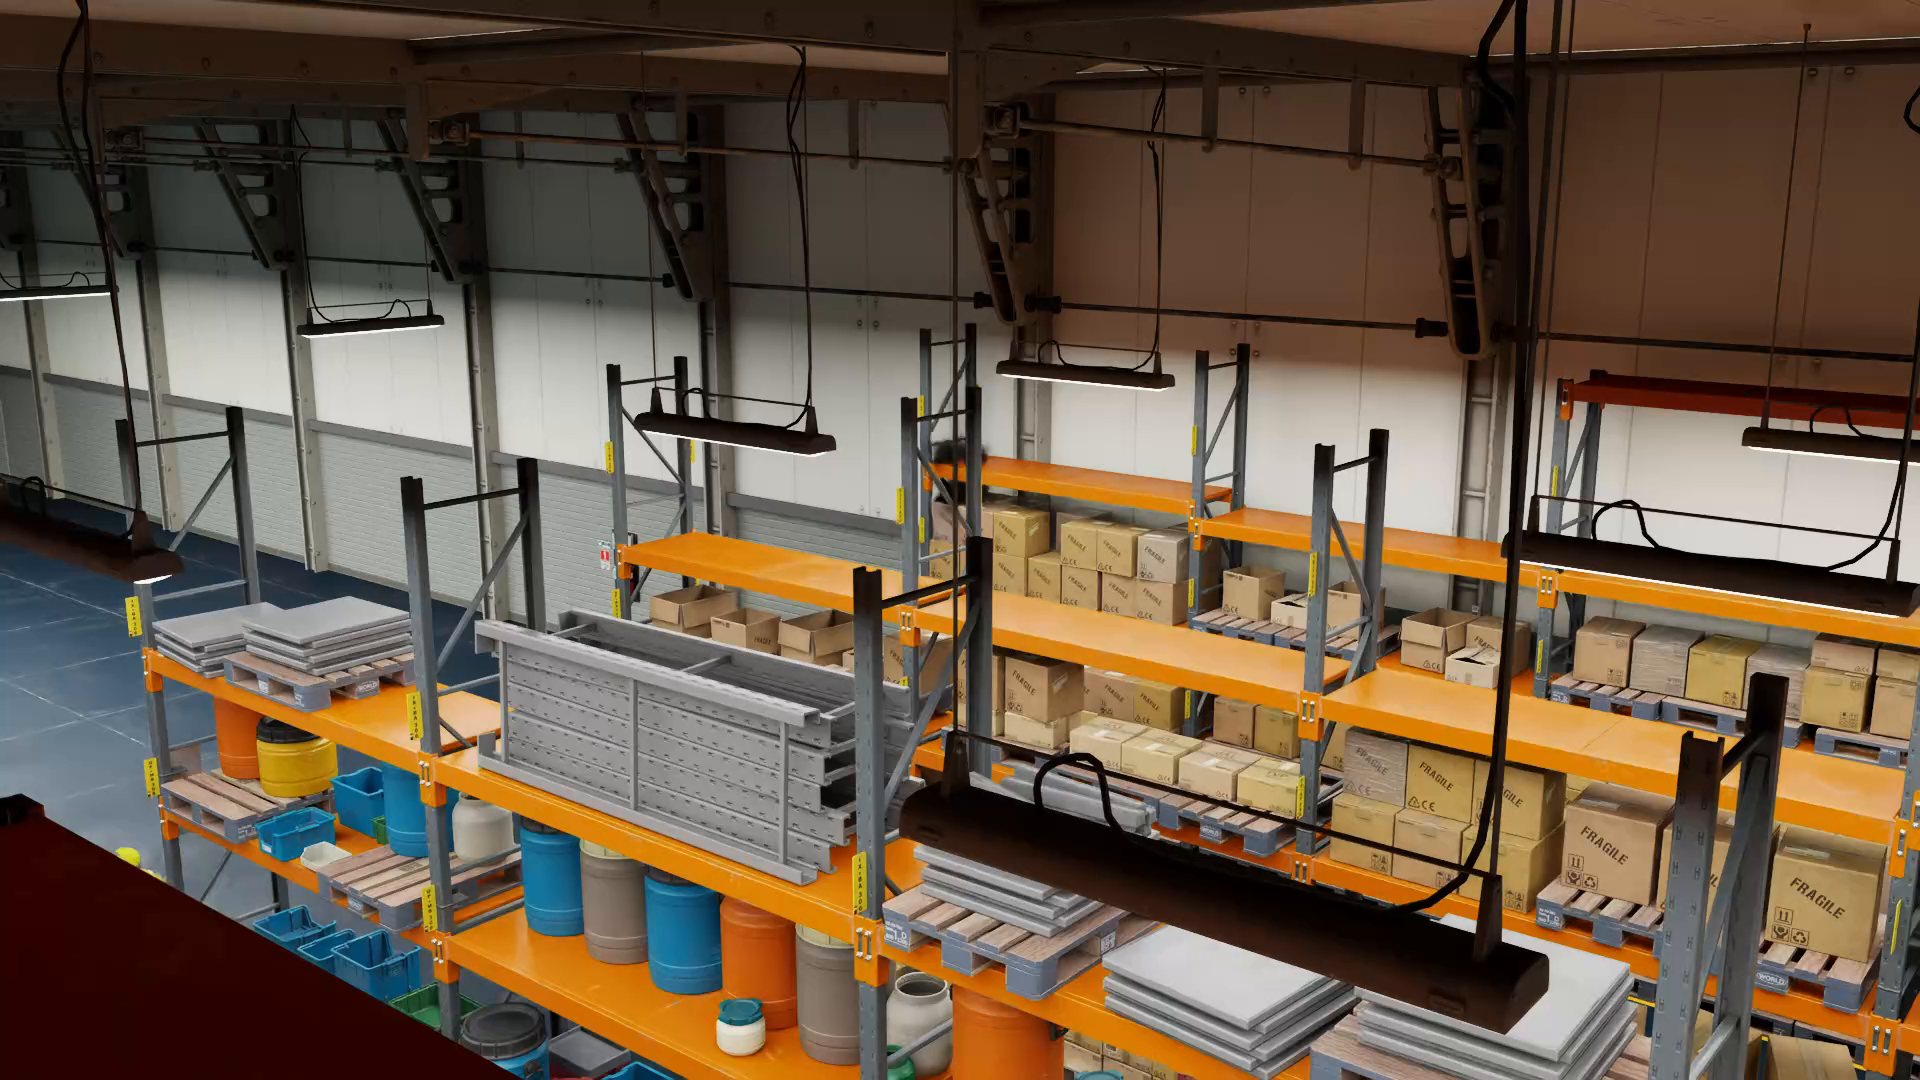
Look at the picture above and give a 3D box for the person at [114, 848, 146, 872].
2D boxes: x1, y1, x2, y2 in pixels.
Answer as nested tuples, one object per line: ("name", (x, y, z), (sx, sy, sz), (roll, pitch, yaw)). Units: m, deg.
("person", (-7.819, 3.753, 15.705), (0.692, 1.779, 0.725), (-3, 13, -14))
